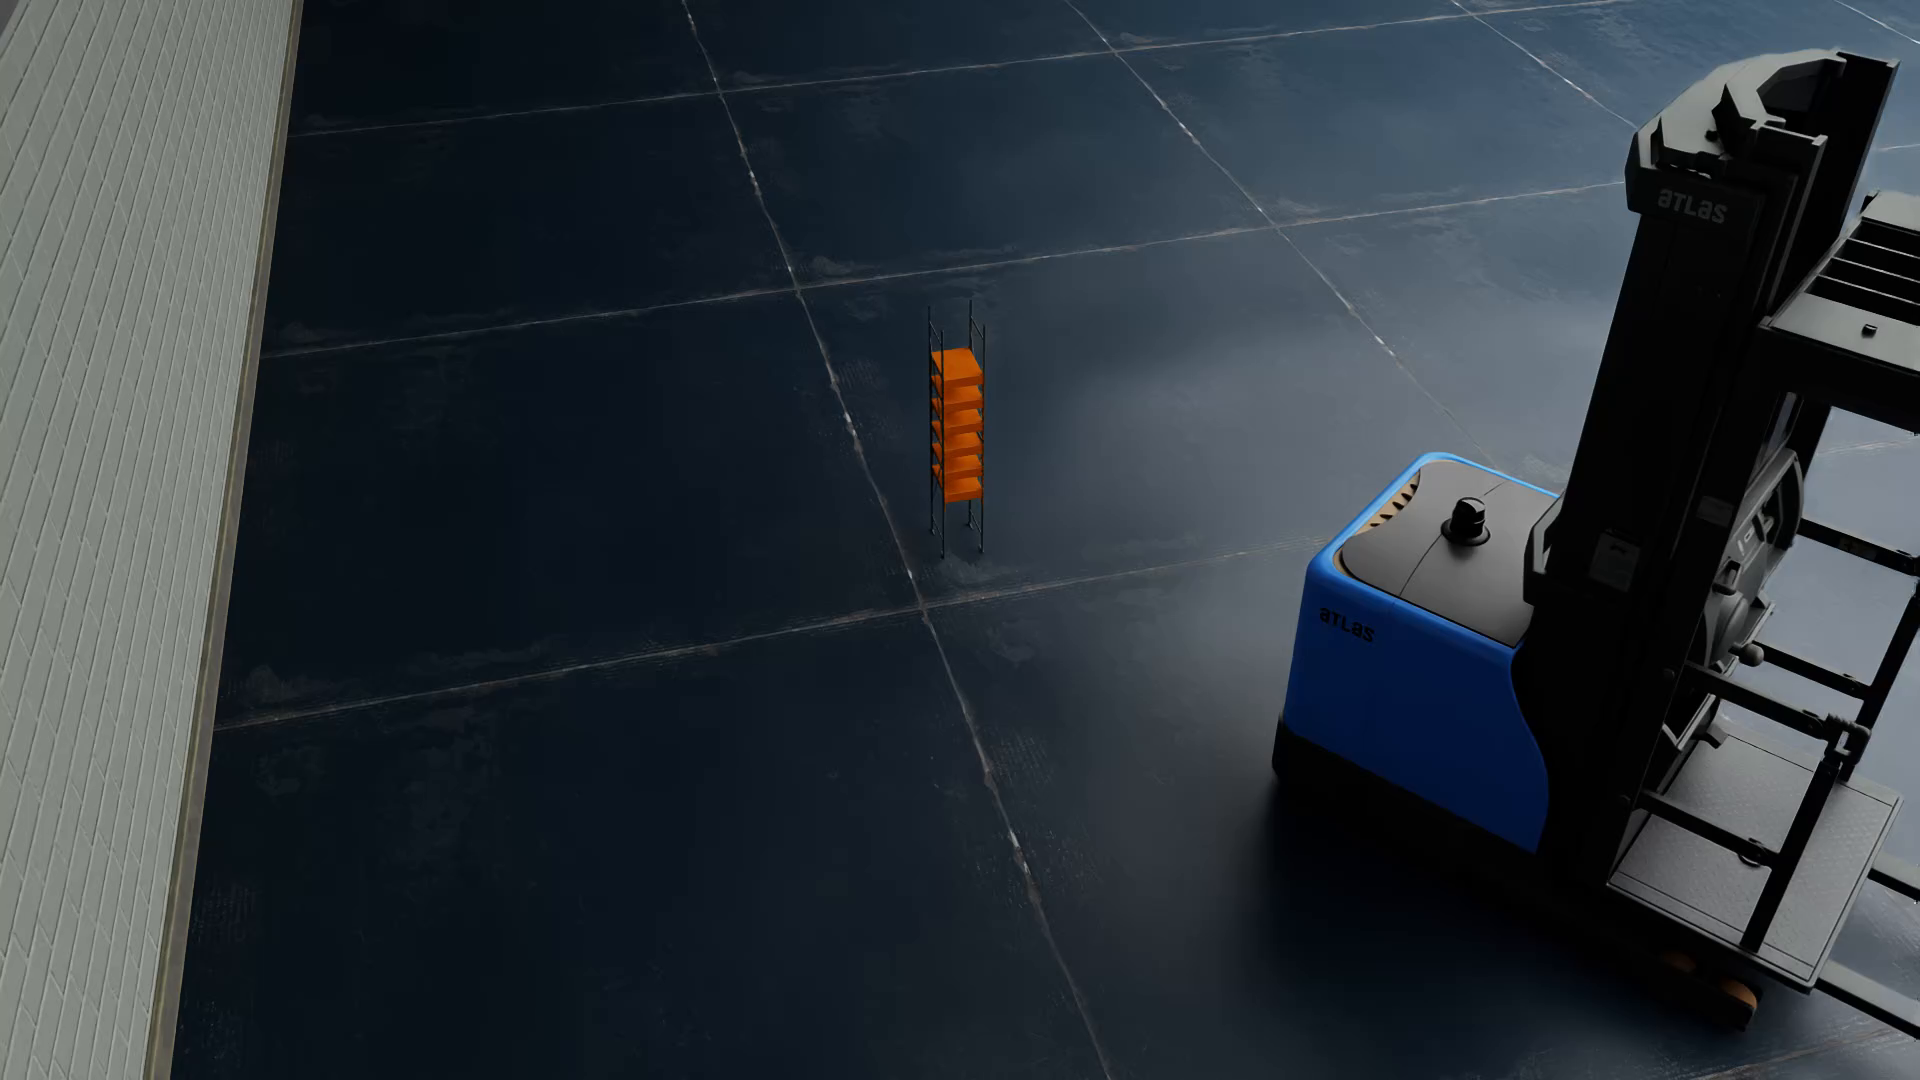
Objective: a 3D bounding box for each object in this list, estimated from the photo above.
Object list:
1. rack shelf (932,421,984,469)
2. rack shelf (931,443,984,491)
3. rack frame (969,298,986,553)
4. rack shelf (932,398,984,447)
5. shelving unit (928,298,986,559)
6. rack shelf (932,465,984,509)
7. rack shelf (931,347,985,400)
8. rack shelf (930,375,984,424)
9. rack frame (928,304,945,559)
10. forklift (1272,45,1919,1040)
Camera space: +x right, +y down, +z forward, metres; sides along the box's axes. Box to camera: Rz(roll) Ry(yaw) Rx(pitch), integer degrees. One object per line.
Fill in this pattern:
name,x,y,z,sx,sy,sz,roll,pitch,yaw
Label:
rack shelf,-0.014,-0.439,7.409,0.180,0.103,0.258,-9,38,-12
rack shelf,-0.014,-0.344,7.482,0.180,0.103,0.258,-9,38,-12
rack frame,0.074,-0.489,7.401,0.006,1.200,0.240,-9,38,-12
rack shelf,-0.014,-0.534,7.337,0.180,0.103,0.258,-9,38,-12
shelving unit,-0.014,-0.474,7.382,0.189,1.200,0.258,-9,38,-12
rack shelf,-0.014,-0.248,7.555,0.180,0.103,0.258,-9,38,-12
rack shelf,-0.014,-0.725,7.191,0.180,0.103,0.258,-9,38,-12
rack shelf,-0.014,-0.630,7.264,0.180,0.103,0.258,-9,38,-12
rack frame,-0.102,-0.460,7.364,0.006,1.200,0.240,-9,38,-12
forklift,2.681,0.112,5.191,3.031,2.935,1.130,26,45,30
